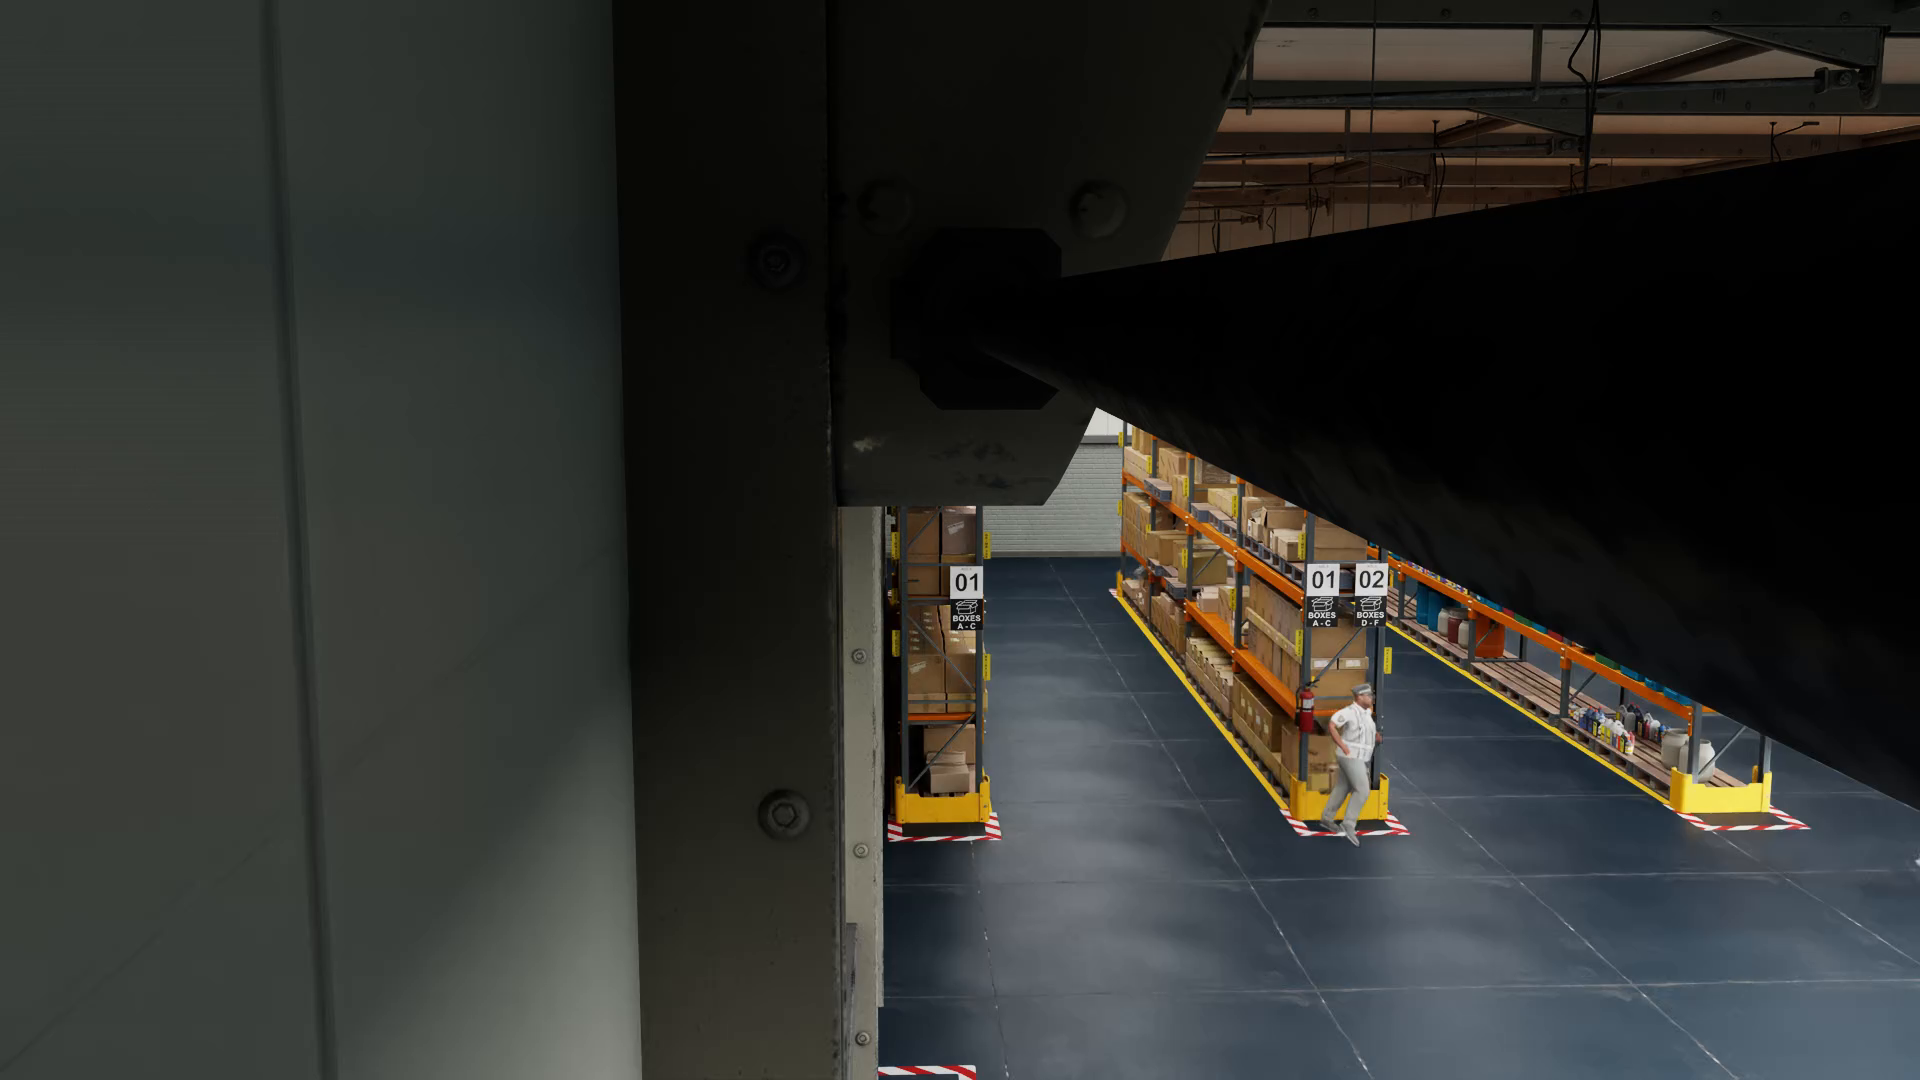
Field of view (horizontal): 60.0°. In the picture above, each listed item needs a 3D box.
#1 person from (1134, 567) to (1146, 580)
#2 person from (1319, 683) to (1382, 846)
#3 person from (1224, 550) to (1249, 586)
[{"bbox_3d":[4.213,0.217,37.593,0.554,1.700,0.750,1,8,9],"label":"person"},{"bbox_3d":[4.529,2.546,19.194,0.660,1.815,0.736,5,9,29],"label":"person"},{"bbox_3d":[5.870,0.530,35.209,0.652,1.723,0.593,-3,8,-19],"label":"person"}]
